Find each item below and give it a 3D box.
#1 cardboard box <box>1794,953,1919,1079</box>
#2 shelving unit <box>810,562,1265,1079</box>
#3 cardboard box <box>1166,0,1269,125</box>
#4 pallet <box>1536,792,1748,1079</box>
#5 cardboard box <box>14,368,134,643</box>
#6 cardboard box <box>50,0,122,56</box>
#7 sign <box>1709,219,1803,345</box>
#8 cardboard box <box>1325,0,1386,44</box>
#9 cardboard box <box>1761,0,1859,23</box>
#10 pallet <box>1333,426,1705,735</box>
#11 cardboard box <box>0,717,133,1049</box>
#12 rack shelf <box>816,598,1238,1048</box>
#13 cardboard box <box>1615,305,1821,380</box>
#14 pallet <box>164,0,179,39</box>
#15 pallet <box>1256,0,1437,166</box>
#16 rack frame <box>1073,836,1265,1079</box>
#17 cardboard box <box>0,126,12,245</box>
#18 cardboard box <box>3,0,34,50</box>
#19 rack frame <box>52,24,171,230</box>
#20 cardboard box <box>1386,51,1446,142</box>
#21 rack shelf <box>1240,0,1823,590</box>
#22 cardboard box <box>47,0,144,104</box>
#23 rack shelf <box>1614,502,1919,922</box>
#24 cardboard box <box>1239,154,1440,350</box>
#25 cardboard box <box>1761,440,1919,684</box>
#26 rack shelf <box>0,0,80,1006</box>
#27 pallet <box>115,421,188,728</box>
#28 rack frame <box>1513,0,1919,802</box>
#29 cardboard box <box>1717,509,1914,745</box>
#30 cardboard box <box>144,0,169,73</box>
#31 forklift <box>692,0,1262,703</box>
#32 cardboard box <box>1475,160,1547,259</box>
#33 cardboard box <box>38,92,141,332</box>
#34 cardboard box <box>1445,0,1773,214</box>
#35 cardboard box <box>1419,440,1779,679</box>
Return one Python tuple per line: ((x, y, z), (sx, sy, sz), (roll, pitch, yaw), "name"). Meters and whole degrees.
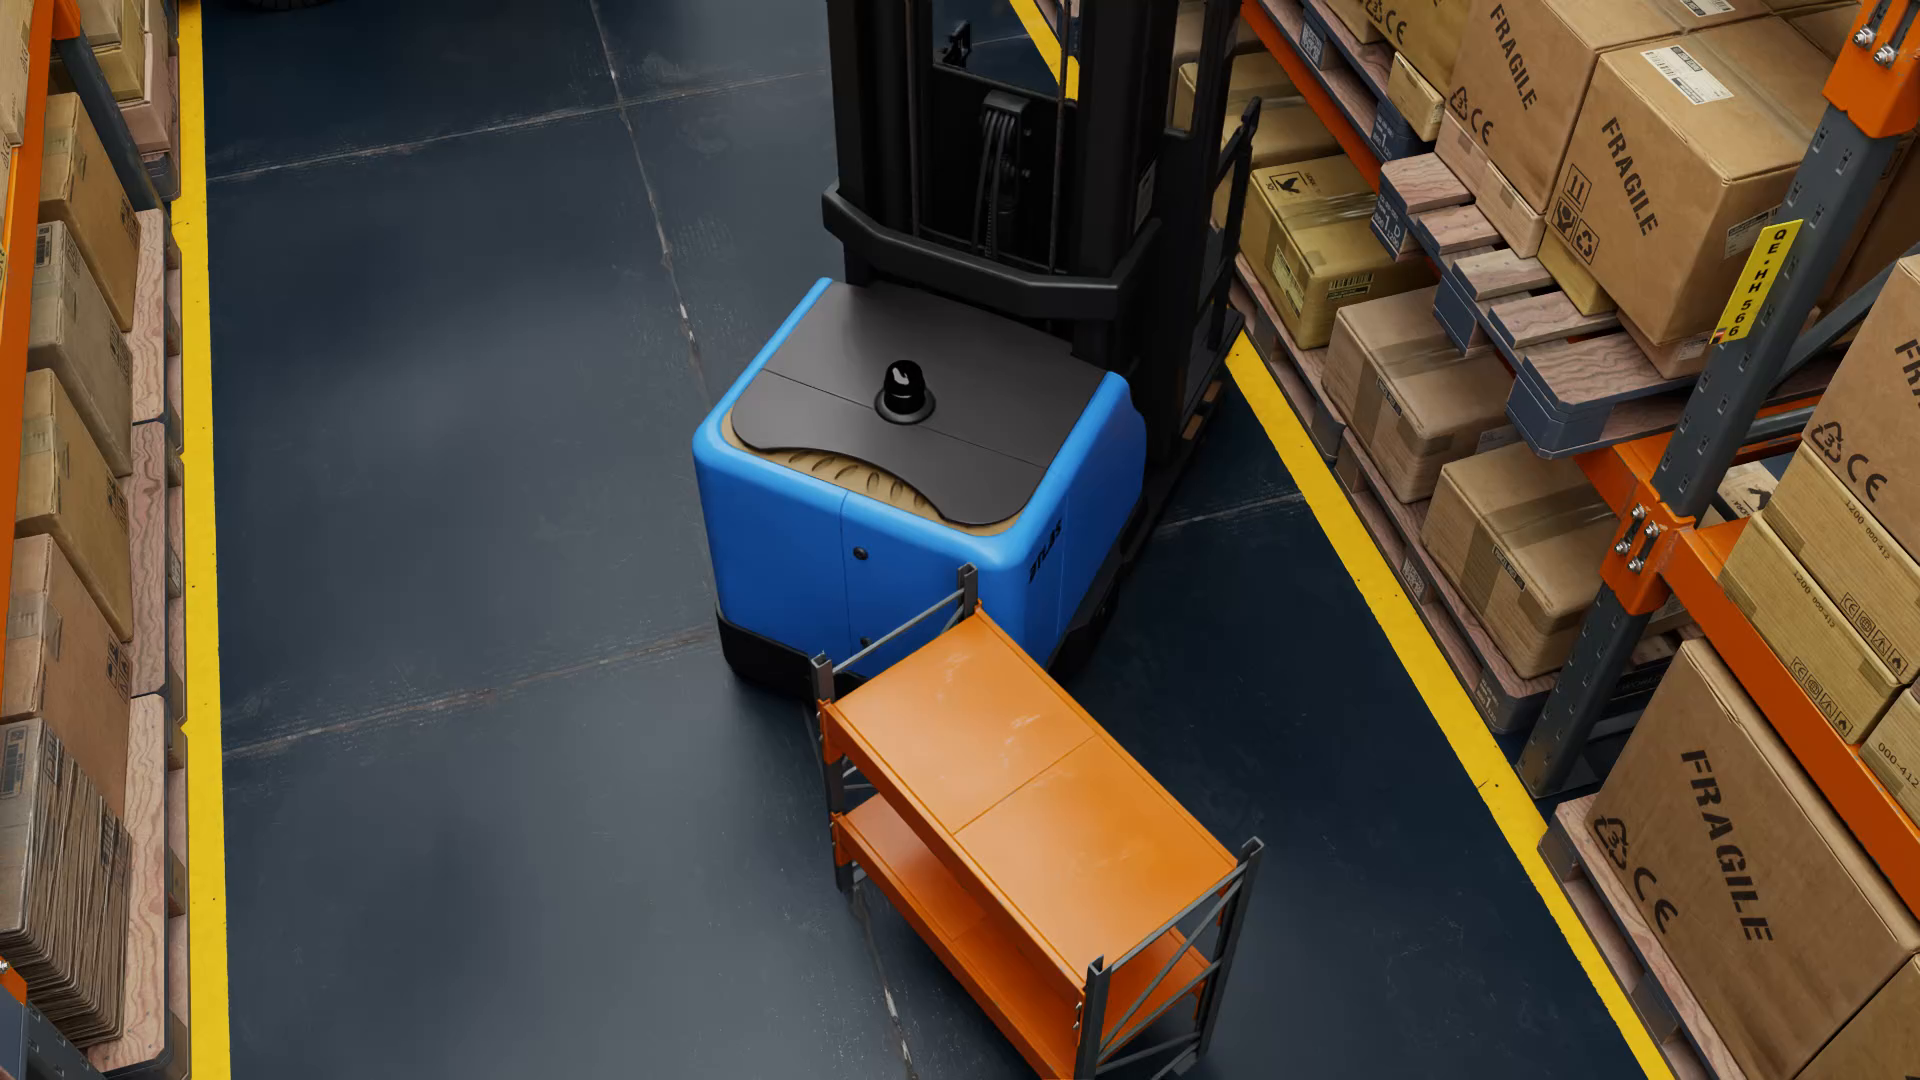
((2.596, 1.398, 3.725), (0.875, 0.875, 0.875), (-13, 51, -11), "cardboard box")
((0.158, 0.849, 4.299), (0.538, 1.125, 1.048), (-31, 57, -24), "shelving unit")
((1.186, -2.154, 7.048), (0.950, 0.372, 0.625), (-13, 51, -11), "cardboard box")
((2.372, 1.165, 4.630), (1.003, 0.211, 1.213), (-13, 51, -11), "pallet")
((-3.101, 0.002, 5.065), (0.875, 0.625, 0.625), (-15, 52, -12), "cardboard box")
((-3.556, -2.119, 6.444), (0.500, 0.250, 0.500), (-14, 51, -12), "cardboard box")
((1.695, -0.545, 3.542), (0.100, 0.325, 0.005), (-13, 51, -11), "sign")
((1.355, -1.681, 5.095), (0.380, 0.149, 0.250), (-15, 51, -12), "cardboard box")
((2.138, -1.351, 4.392), (0.500, 0.500, 0.500), (-11, 51, -9), "cardboard box")
((1.981, 0.001, 5.611), (1.003, 0.211, 1.213), (-13, 51, -11), "pallet")
((-2.701, 0.969, 4.249), (0.875, 0.625, 0.625), (-12, 51, -10), "cardboard box")
((0.158, 0.660, 4.075), (0.538, 0.278, 1.000), (-31, 57, -24), "rack shelf")
((1.889, -0.568, 4.156), (0.380, 0.149, 0.250), (-12, 51, -10), "cardboard box")
((-4.272, -2.708, 7.895), (1.003, 0.211, 1.213), (-13, 51, -11), "pallet")
((1.586, -1.702, 5.348), (1.003, 0.211, 1.213), (-13, 51, -11), "pallet")
((0.475, 1.152, 4.043), (0.500, 1.125, 0.032), (-31, 57, -24), "rack frame")
((-3.042, -1.031, 4.755), (0.500, 0.250, 0.500), (-13, 51, -11), "cardboard box")
((-3.314, -1.766, 5.375), (0.500, 0.250, 0.500), (-12, 51, -10), "cardboard box")
((-3.713, -2.124, 5.578), (1.000, 3.000, 0.127), (-13, 51, -11), "rack frame")
((1.462, -1.305, 4.777), (0.380, 0.149, 0.250), (-13, 51, -10), "cardboard box")
((1.619, -1.556, 5.570), (1.077, 0.370, 4.000), (-13, 51, -11), "rack shelf")
((-3.561, -1.957, 6.635), (0.500, 0.250, 0.500), (-14, 51, -11), "cardboard box")
((2.802, 1.366, 3.107), (1.077, 0.370, 4.000), (-13, 51, -11), "rack shelf")
((1.609, -1.123, 6.179), (0.950, 0.372, 0.625), (-12, 51, -10), "cardboard box")
((2.125, -0.014, 3.571), (0.500, 0.250, 0.500), (-14, 51, -11), "cardboard box")
((-3.121, -0.431, 4.622), (1.077, 0.370, 4.000), (-13, 51, -11), "rack shelf")
((-3.093, 0.197, 5.446), (1.003, 0.211, 1.213), (-13, 51, -11), "pallet")
((2.211, -0.327, 4.064), (1.000, 3.000, 0.127), (-13, 51, -11), "rack frame")
((2.115, 0.136, 3.772), (0.500, 0.250, 0.500), (-14, 51, -12), "cardboard box")
((-3.704, -2.168, 7.140), (0.500, 0.250, 0.500), (-14, 51, -12), "cardboard box")
((0.335, -1.380, 4.996), (1.130, 2.935, 3.031), (20, 53, 16), "forklift")
((1.624, -0.921, 4.454), (0.380, 0.149, 0.250), (-14, 51, -11), "cardboard box")
((-3.548, -1.115, 6.007), (0.875, 0.625, 0.625), (-11, 51, -9), "cardboard box")
((1.648, -1.235, 4.294), (0.500, 0.500, 0.500), (-14, 51, -12), "cardboard box")
((2.053, -0.030, 5.258), (0.950, 0.372, 0.625), (-16, 52, -13), "cardboard box")
